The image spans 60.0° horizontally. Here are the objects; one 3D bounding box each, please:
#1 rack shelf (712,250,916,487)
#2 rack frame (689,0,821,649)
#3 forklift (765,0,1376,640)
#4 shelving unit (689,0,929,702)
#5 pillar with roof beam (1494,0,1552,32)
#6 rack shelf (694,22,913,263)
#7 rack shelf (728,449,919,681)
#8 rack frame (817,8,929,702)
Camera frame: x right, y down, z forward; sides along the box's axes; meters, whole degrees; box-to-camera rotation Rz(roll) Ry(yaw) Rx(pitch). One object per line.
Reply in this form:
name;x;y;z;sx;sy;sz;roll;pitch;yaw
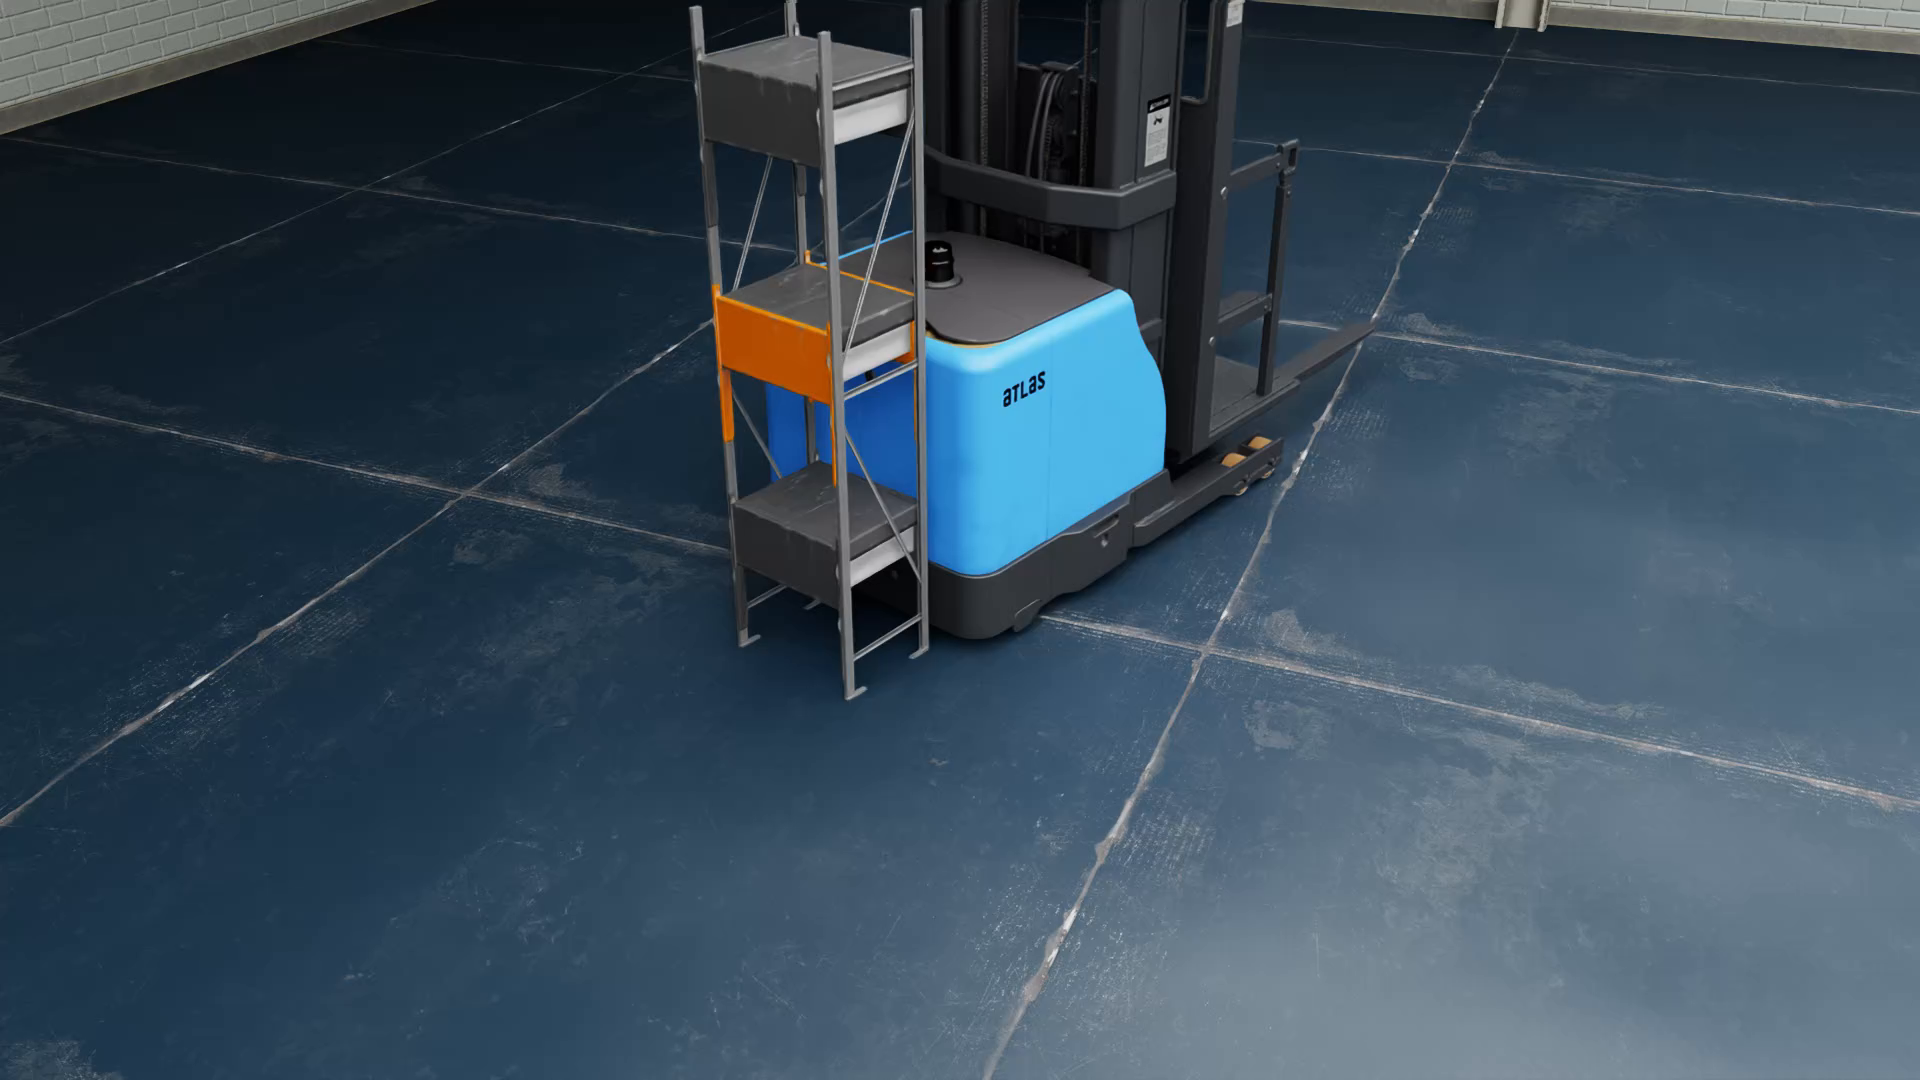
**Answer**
rack shelf;-0.425;-0.537;5.093;0.480;0.518;0.431;22;36;34
rack frame;-0.613;-0.625;5.222;0.015;2.100;0.400;22;36;34
forklift;0.647;-1.595;6.093;1.130;2.935;3.031;23;37;34
shelving unit;-0.425;-0.548;5.086;0.503;2.100;0.431;22;36;34
pillar with roof beam;3.038;-6.224;8.117;0.400;9.000;9.100;11;31;19
rack shelf;-0.425;-1.146;4.749;0.480;0.518;0.431;22;36;34
rack shelf;-0.425;0.073;5.438;0.480;0.518;0.431;22;36;34
rack frame;-0.237;-0.472;4.951;0.015;2.100;0.400;22;36;34
